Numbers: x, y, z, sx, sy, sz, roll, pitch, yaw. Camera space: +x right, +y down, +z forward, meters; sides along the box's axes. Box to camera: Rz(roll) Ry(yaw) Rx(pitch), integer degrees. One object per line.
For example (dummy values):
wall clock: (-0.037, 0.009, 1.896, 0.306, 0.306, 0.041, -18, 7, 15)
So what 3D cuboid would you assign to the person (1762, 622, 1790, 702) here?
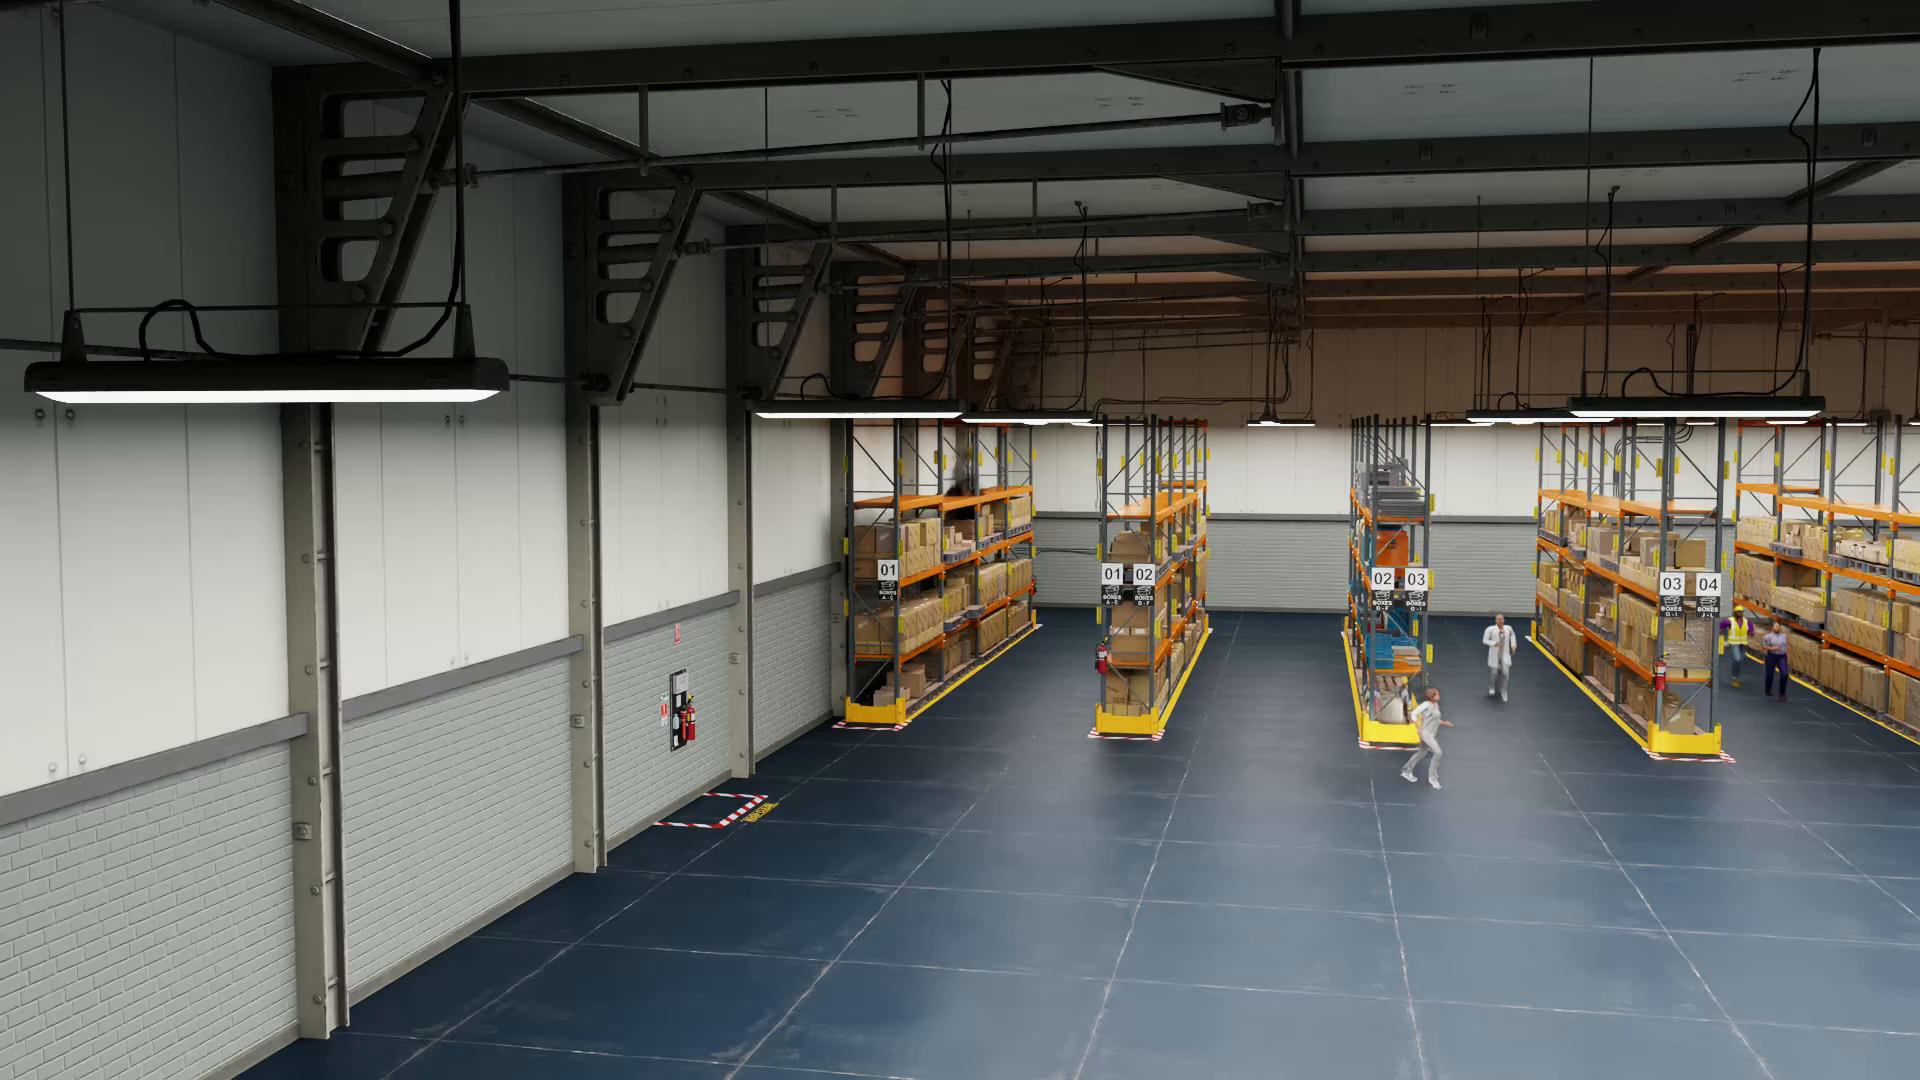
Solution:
person: (17.267, 2.575, 35.171, 0.576, 1.682, 0.716, 1, 4, 12)

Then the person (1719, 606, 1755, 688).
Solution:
person: (17.348, 2.373, 37.099, 0.678, 1.831, 0.770, 0, 4, -1)

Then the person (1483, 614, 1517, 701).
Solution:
person: (11.463, 2.502, 35.325, 0.735, 1.869, 0.836, 0, 4, 5)

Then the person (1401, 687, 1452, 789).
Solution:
person: (7.474, 3.163, 26.653, 0.808, 1.629, 0.456, 2, 4, 31)
